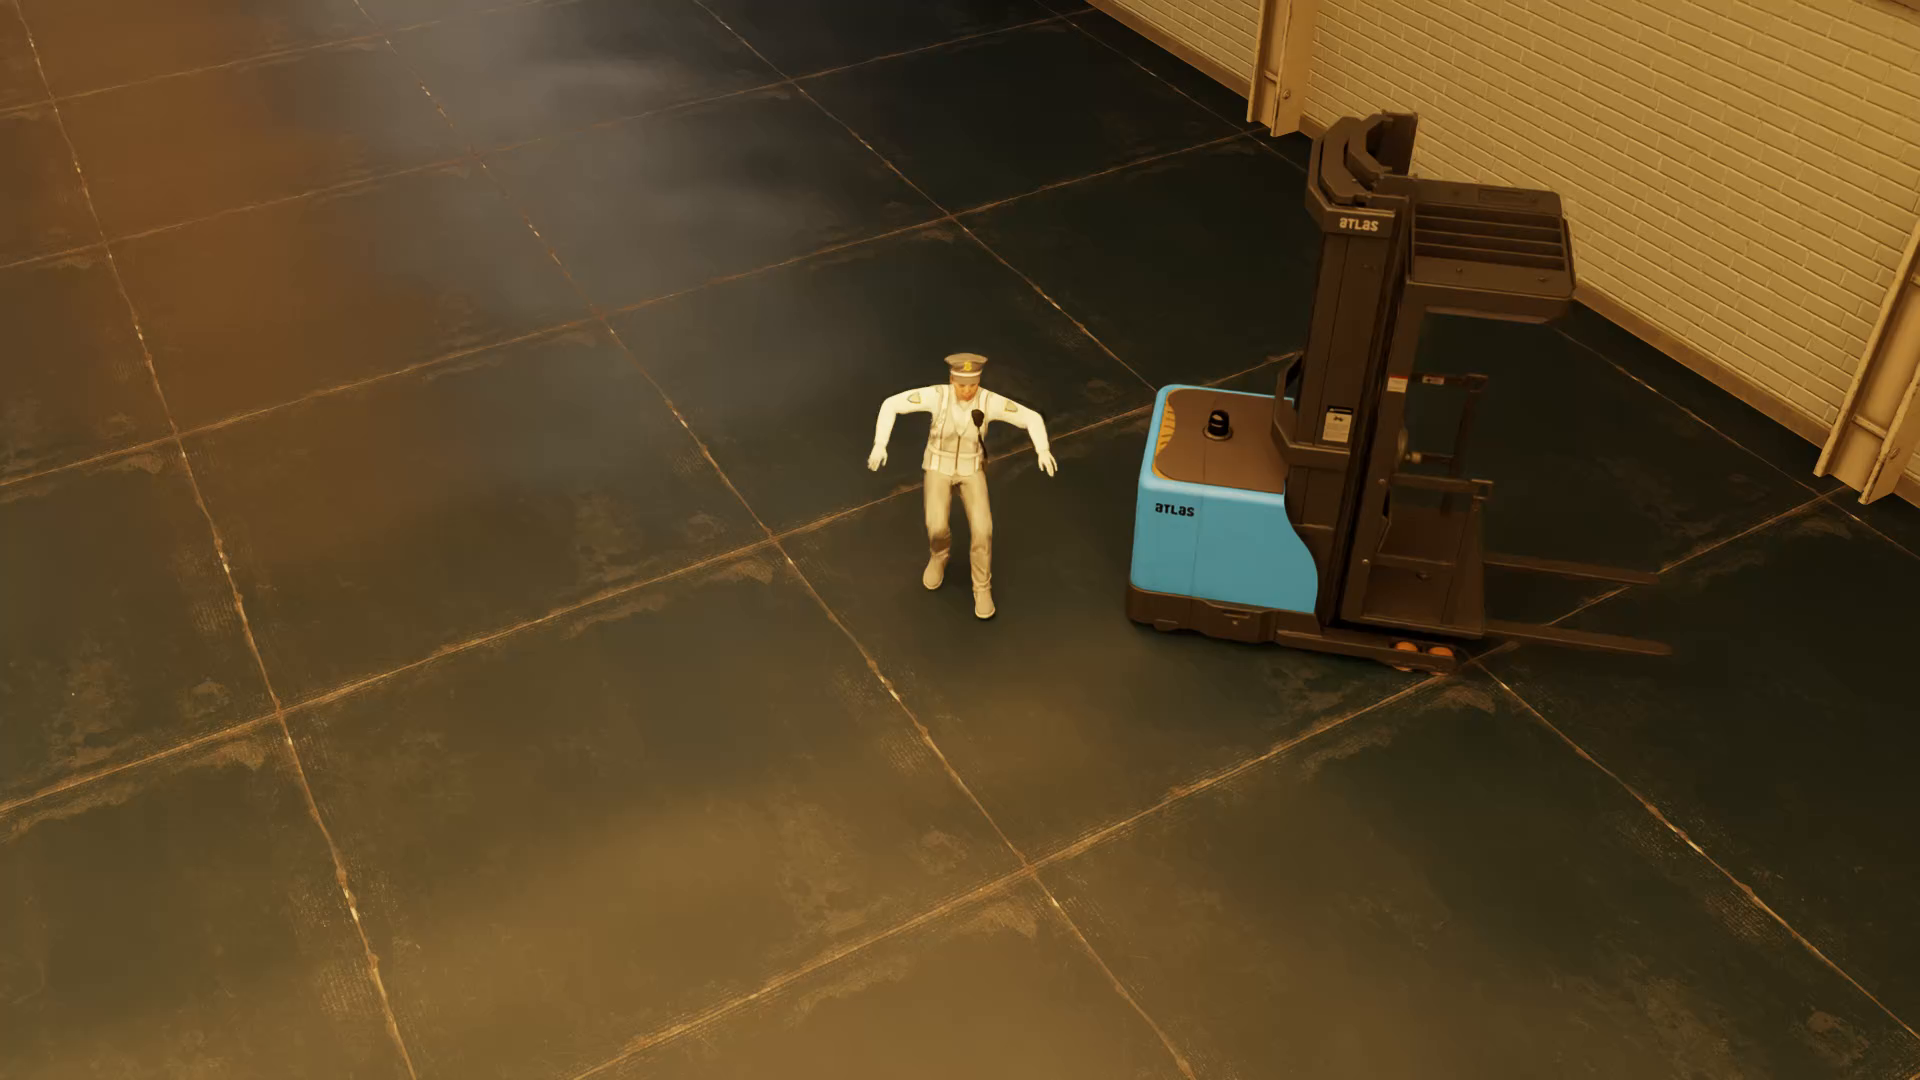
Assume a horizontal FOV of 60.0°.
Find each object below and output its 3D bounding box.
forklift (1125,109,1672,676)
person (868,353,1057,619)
[{"bbox_3d":[2.538,-0.733,8.920,3.031,2.935,1.130,8,40,9],"label":"forklift"},{"bbox_3d":[0.004,-0.324,9.563,1.047,1.466,0.782,-5,40,-6],"label":"person"}]
